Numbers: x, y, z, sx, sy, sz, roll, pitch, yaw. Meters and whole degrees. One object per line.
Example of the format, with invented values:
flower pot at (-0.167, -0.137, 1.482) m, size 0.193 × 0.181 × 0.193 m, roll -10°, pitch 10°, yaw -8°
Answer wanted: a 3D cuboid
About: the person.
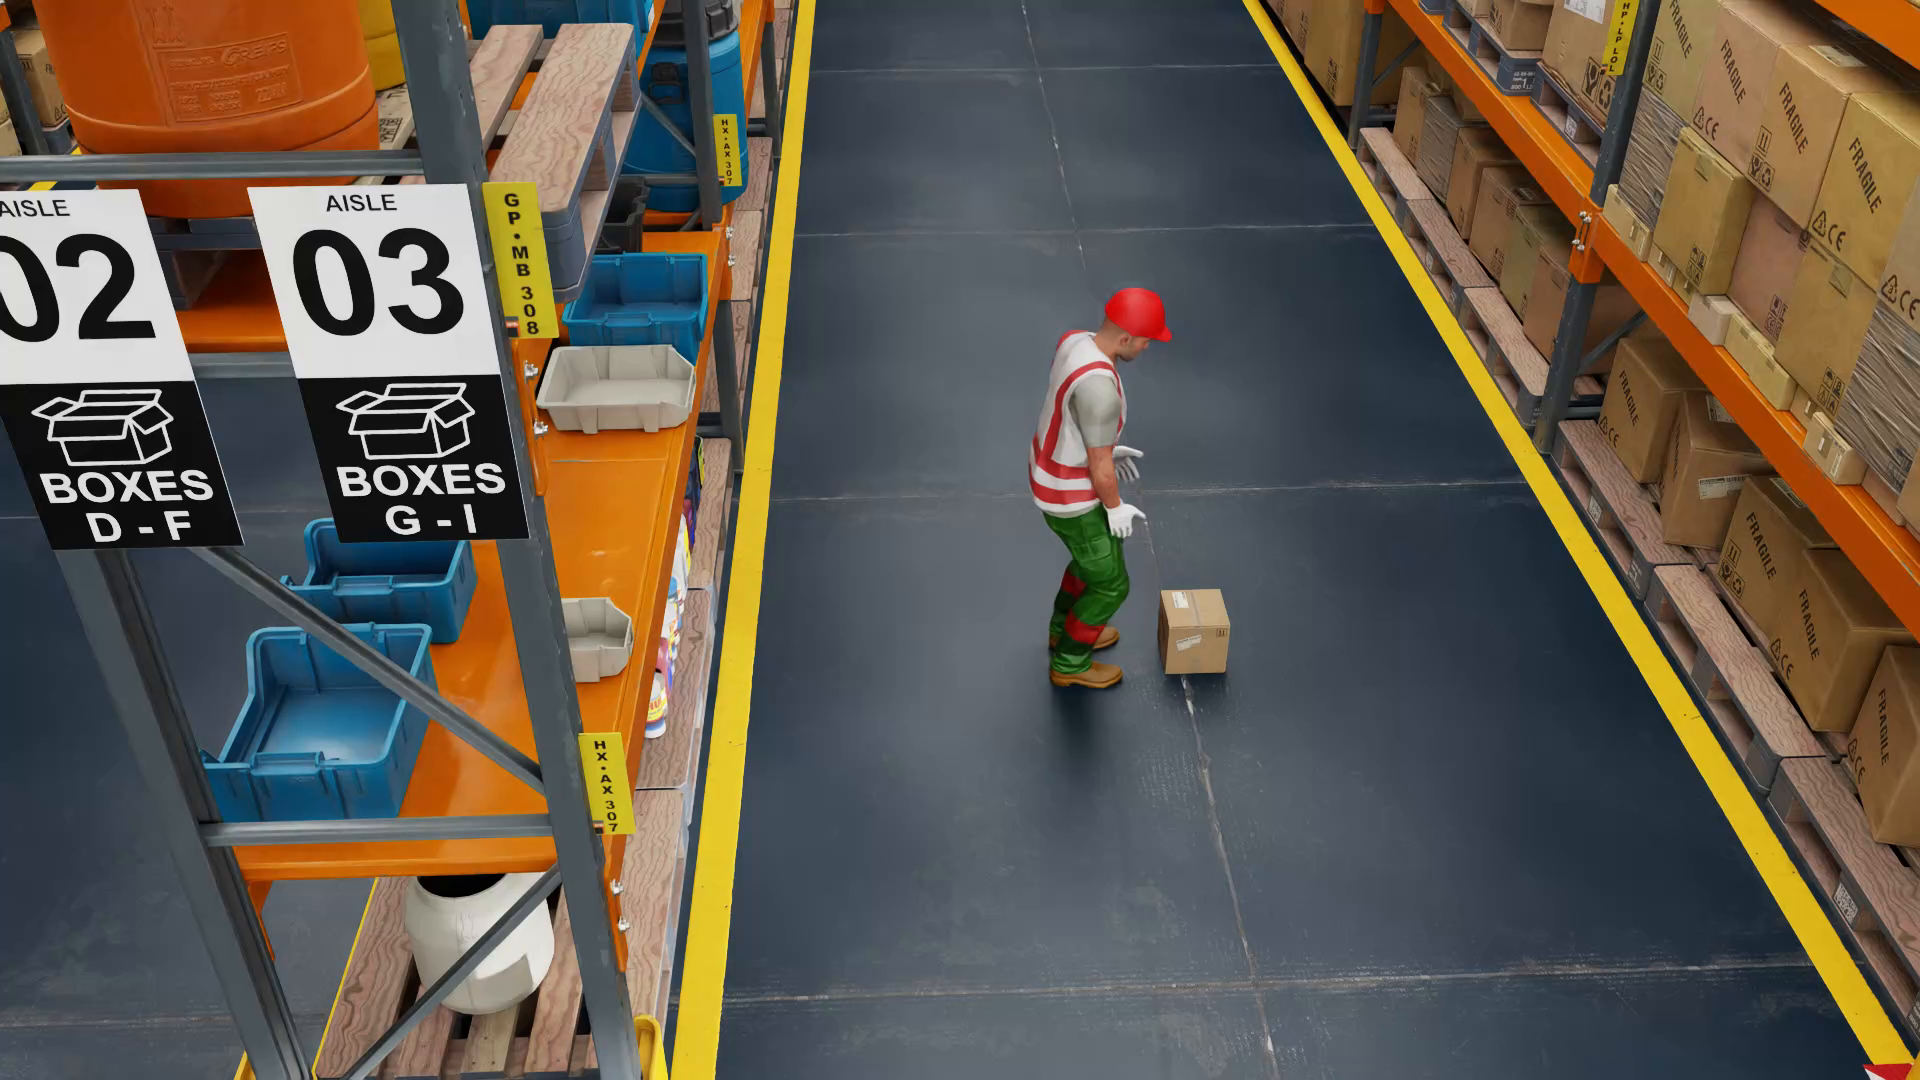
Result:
person at (0.525, -0.212, 6.510) m, size 0.516 × 1.698 × 0.554 m, roll -1°, pitch 35°, yaw -1°
